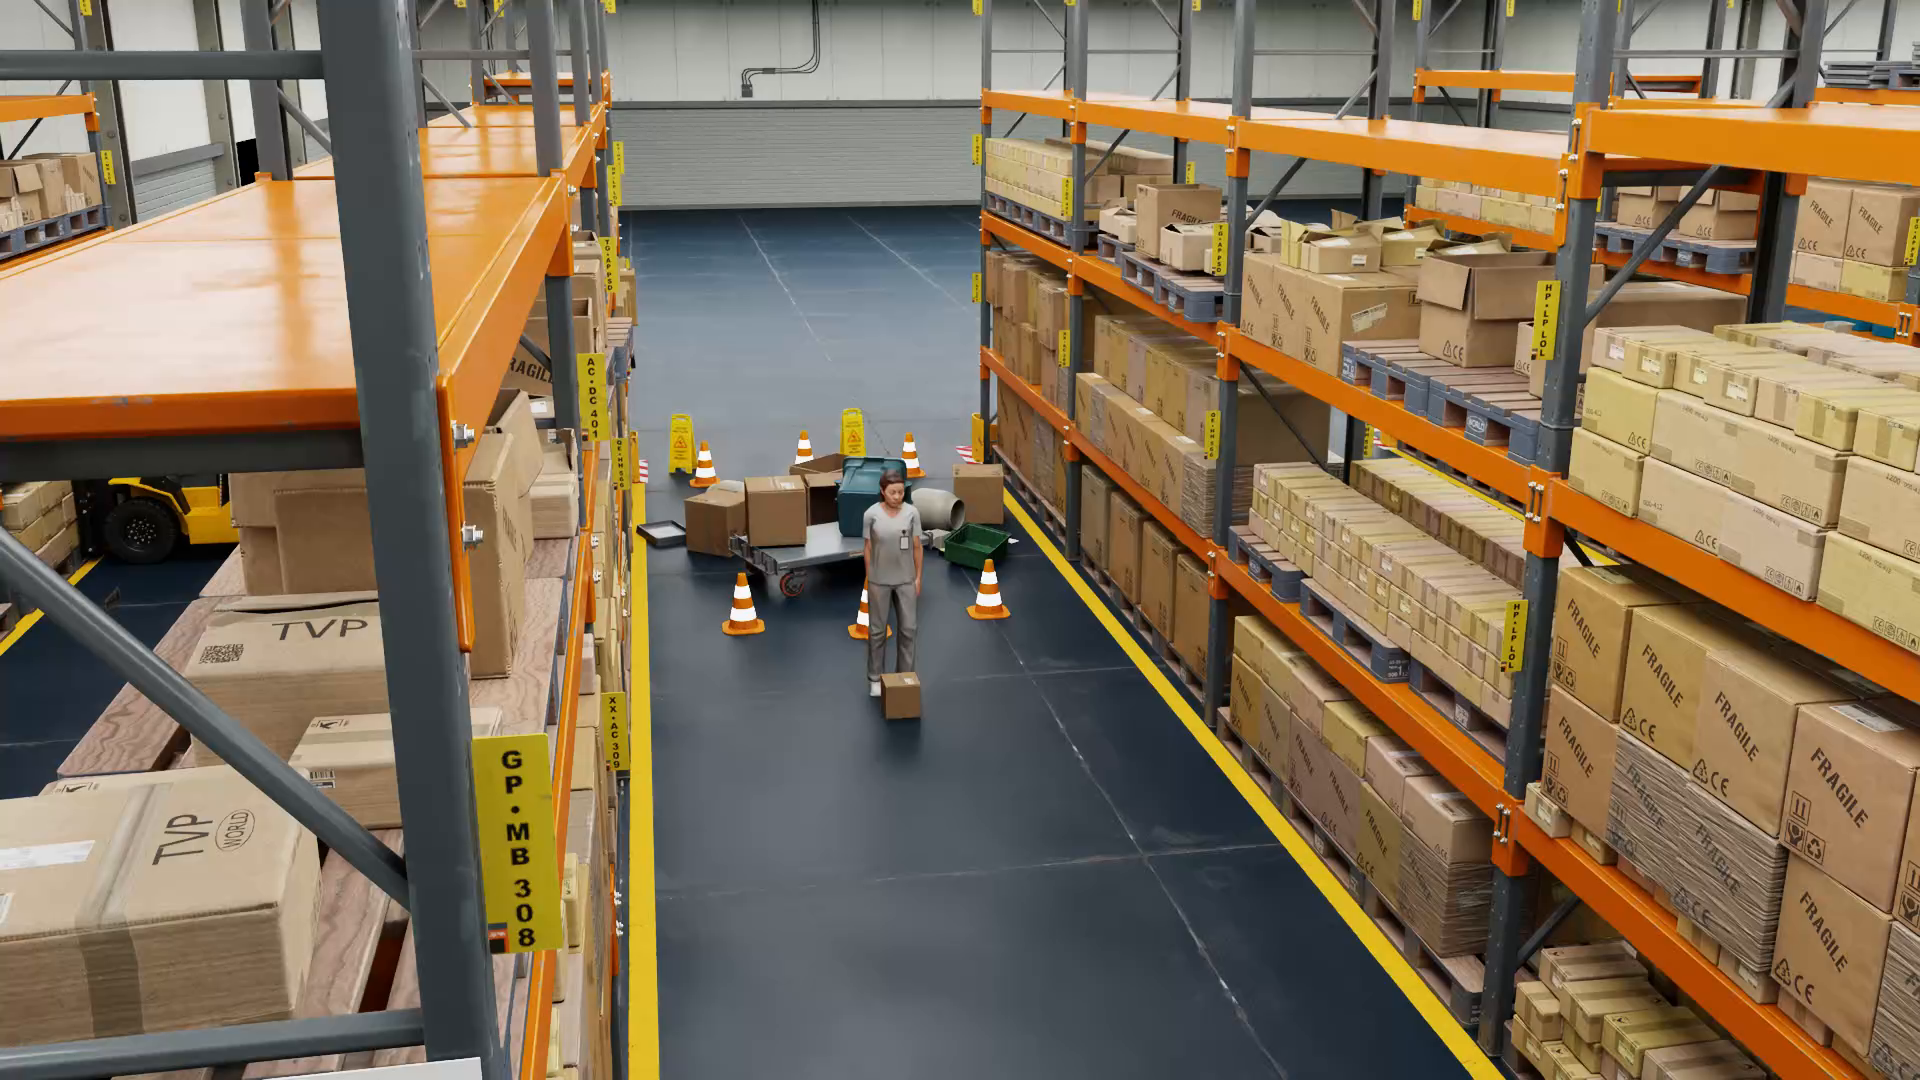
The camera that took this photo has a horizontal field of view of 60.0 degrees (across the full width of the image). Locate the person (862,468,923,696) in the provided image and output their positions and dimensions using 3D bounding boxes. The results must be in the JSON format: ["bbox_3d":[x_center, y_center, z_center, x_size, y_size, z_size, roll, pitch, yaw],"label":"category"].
[{"bbox_3d":[-0.483,0.296,12.058,0.440,1.678,0.365,-3,17,-9],"label":"person"}]
